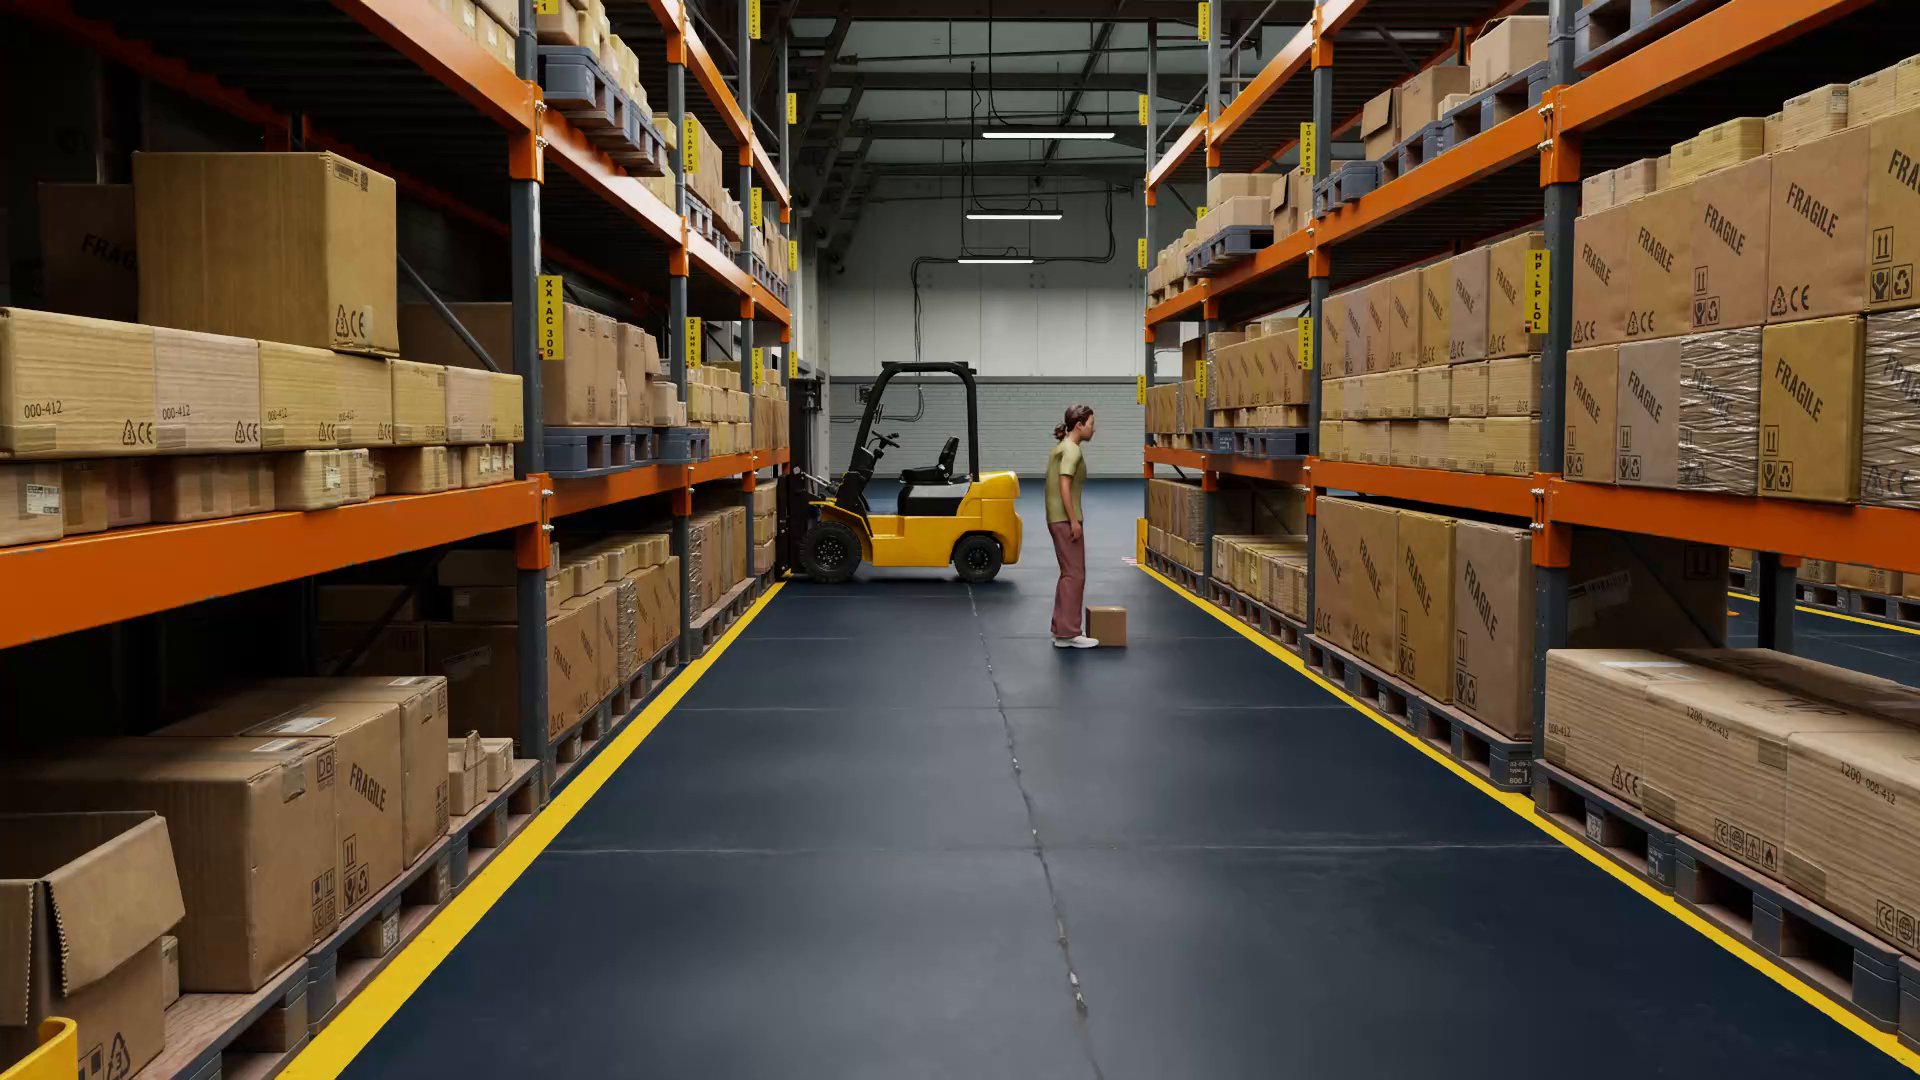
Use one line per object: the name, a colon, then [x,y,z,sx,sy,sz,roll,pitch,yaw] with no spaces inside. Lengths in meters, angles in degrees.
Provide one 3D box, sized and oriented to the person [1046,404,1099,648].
person: [0.771,-0.105,11.549,0.354,1.669,0.500,0,4,-2]
